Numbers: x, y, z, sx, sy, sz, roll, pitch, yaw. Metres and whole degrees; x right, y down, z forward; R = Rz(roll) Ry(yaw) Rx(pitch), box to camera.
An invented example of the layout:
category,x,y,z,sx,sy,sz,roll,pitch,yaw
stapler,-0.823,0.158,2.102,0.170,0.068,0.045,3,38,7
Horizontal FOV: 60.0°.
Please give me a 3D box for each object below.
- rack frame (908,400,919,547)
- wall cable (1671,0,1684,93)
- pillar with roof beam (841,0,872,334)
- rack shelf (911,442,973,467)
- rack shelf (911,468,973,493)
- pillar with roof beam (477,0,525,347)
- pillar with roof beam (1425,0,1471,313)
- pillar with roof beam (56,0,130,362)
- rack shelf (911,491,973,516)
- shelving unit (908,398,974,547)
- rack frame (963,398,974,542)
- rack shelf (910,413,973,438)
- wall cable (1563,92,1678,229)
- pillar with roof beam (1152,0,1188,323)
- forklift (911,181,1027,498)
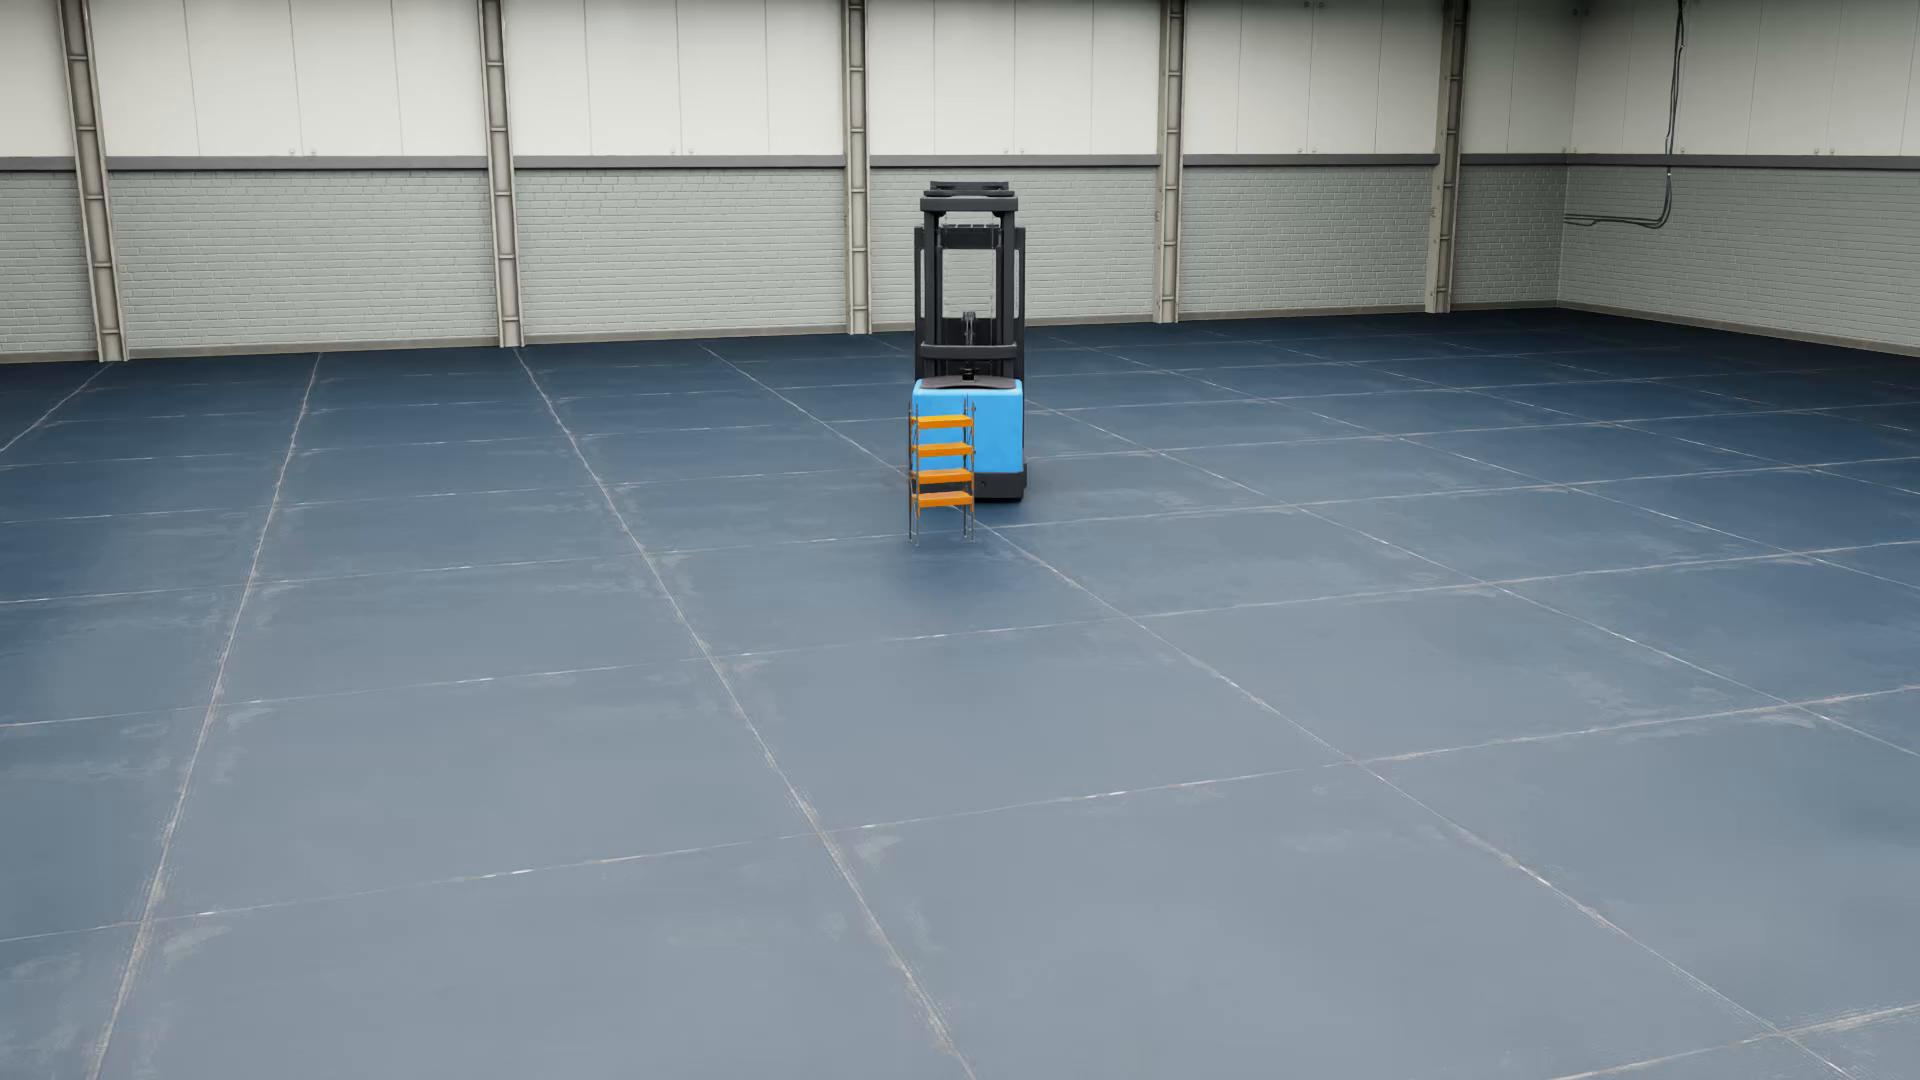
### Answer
category,x,y,z,sx,sy,sz,roll,pitch,yaw
rack frame,-0.388,-0.553,13.877,0.015,1.200,0.240,-4,14,-18
wall cable,13.648,-9.231,29.301,0.112,2.526,3.097,-4,14,-18
pillar with roof beam,-0.429,-7.121,24.633,0.400,9.000,9.100,-4,14,-18
rack shelf,-0.157,-0.724,13.916,0.480,0.148,0.258,-4,14,-18
rack shelf,-0.157,-0.506,13.968,0.480,0.148,0.258,-4,14,-18
pillar with roof beam,-6.116,-6.678,22.771,0.400,9.000,9.100,-4,14,-18
pillar with roof beam,10.944,-8.006,28.356,0.400,9.000,9.100,-4,14,-18
pillar with roof beam,-11.802,-6.235,20.909,0.400,9.000,9.100,-4,14,-18
rack shelf,-0.157,-0.313,14.014,0.480,0.148,0.258,-4,14,-18
shelving unit,-0.157,-0.571,13.953,0.503,1.200,0.258,-4,14,-18
rack frame,0.074,-0.590,14.028,0.015,1.200,0.240,-4,14,-18
rack shelf,-0.157,-0.954,13.862,0.480,0.148,0.258,-4,14,-18
wall cable,12.785,-7.367,32.380,0.112,2.526,3.097,-4,14,-18
pillar with roof beam,5.258,-7.564,26.494,0.400,9.000,9.100,-4,14,-18
forklift,0.101,-2.098,16.629,1.130,2.935,3.031,0,13,1
